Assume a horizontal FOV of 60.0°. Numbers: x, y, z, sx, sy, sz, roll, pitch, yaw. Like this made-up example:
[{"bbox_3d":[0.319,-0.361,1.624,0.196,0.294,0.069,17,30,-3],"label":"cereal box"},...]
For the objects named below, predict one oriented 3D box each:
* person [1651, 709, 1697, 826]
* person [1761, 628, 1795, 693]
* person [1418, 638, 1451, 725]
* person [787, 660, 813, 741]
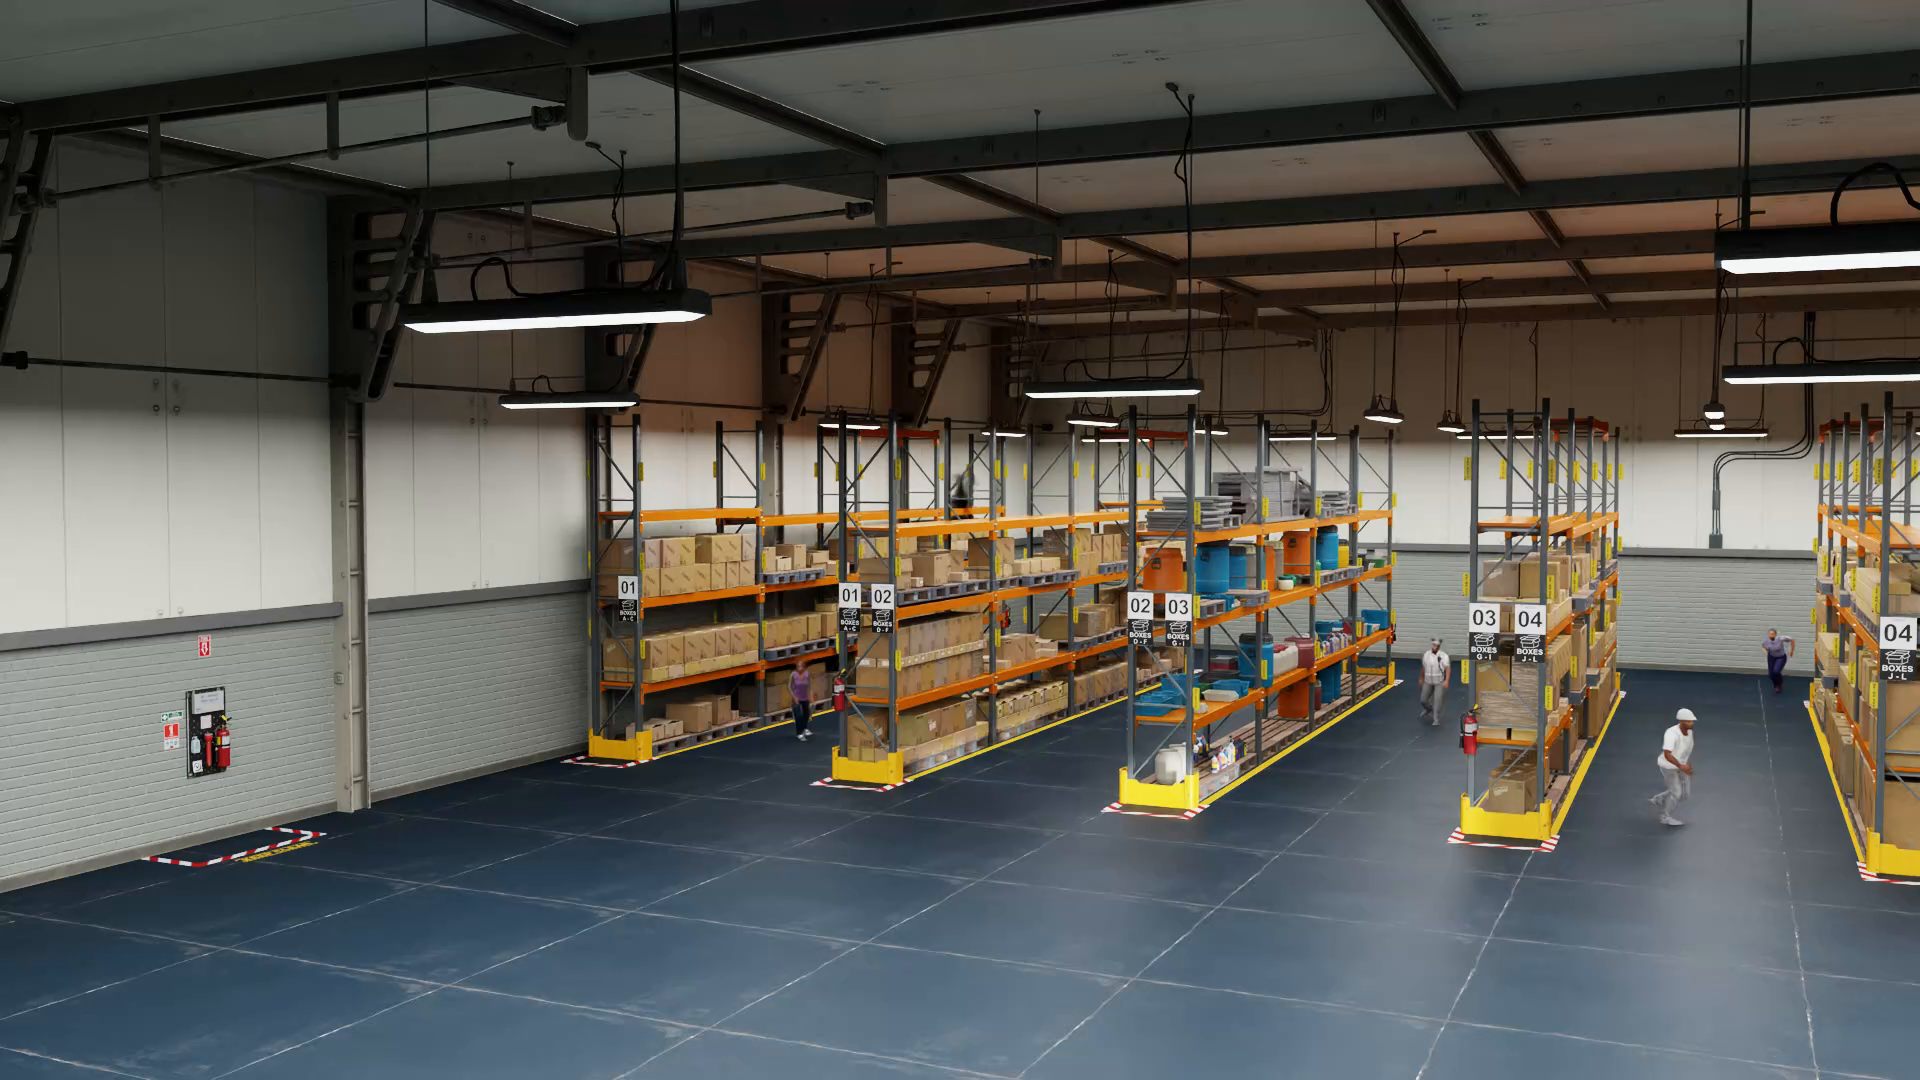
[{"bbox_3d":[10.079,3.201,23.497,0.700,1.683,0.797,-1,3,-31],"label":"person"},{"bbox_3d":[18.390,2.712,37.385,0.648,1.485,0.892,2,3,43],"label":"person"},{"bbox_3d":[9.394,2.783,32.887,0.709,1.733,0.683,2,3,34],"label":"person"},{"bbox_3d":[-2.991,2.973,31.018,0.523,1.528,0.710,-1,2,-19],"label":"person"}]
